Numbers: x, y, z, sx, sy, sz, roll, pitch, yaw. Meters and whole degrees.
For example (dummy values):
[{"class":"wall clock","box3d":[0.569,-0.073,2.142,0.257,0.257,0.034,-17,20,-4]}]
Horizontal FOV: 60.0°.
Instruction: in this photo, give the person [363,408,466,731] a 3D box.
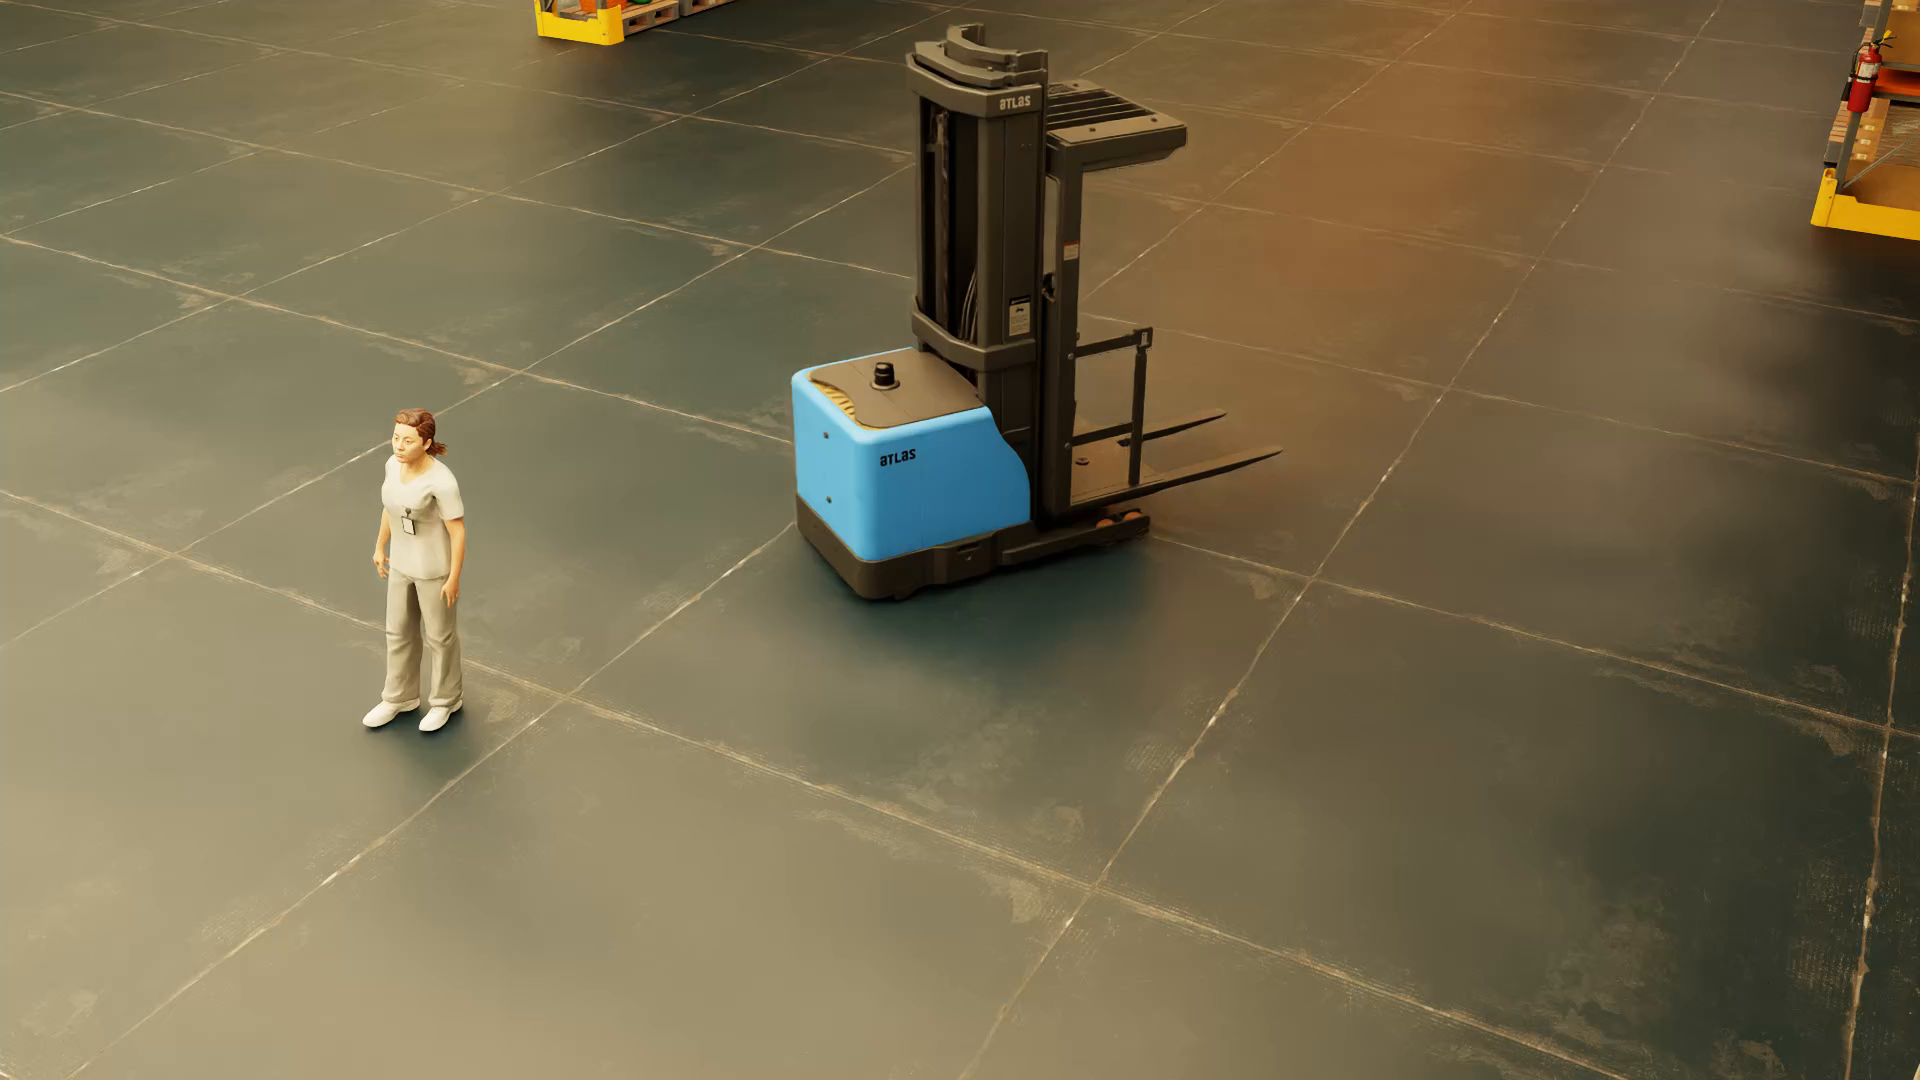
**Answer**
[{"class":"person","box3d":[-2.642,0.164,8.027,0.550,1.674,0.549,16,34,25]}]

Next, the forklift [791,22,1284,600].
[{"class":"forklift","box3d":[0.564,-1.443,9.571,3.031,2.935,1.130,-15,33,-24]}]
